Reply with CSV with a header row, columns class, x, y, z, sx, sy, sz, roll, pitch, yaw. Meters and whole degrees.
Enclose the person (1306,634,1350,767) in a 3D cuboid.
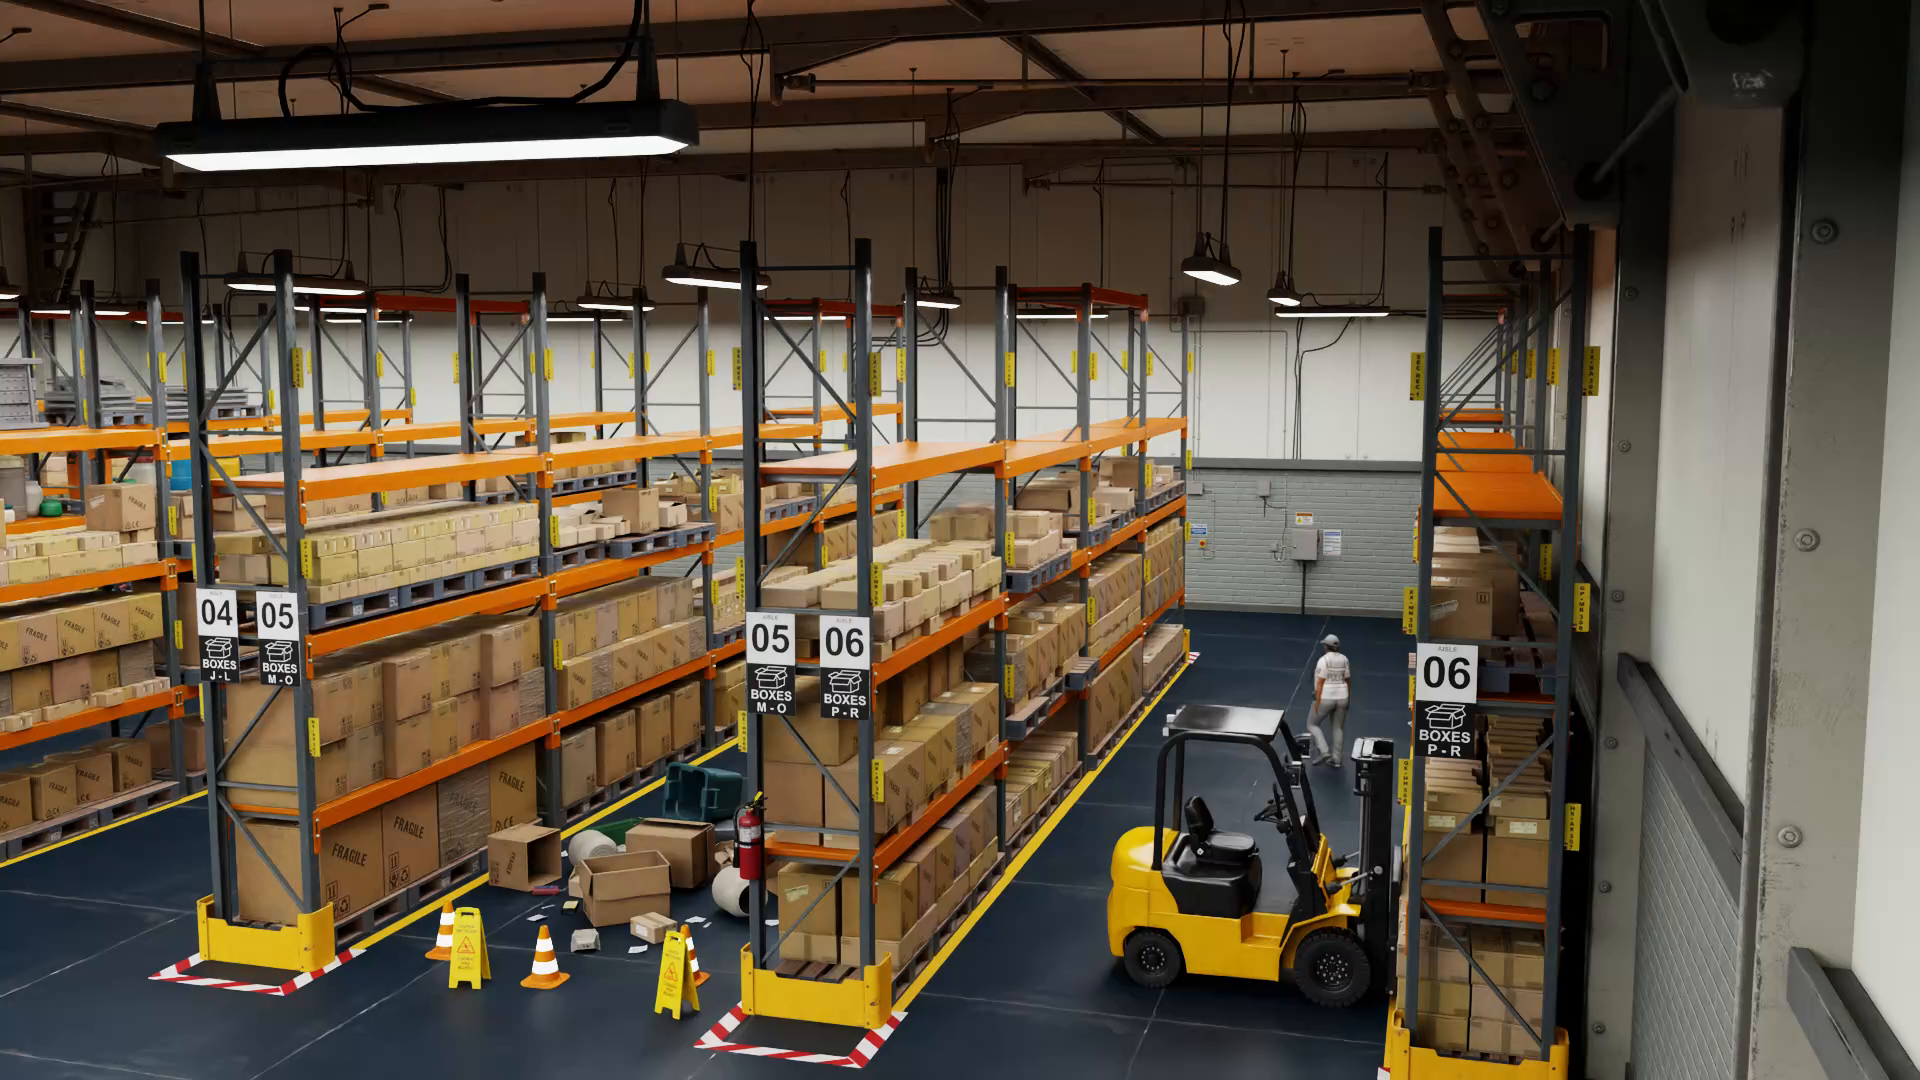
class,x,y,z,sx,sy,sz,roll,pitch,yaw
person,4.647,2.013,20.843,0.514,1.663,0.421,-2,7,-21
